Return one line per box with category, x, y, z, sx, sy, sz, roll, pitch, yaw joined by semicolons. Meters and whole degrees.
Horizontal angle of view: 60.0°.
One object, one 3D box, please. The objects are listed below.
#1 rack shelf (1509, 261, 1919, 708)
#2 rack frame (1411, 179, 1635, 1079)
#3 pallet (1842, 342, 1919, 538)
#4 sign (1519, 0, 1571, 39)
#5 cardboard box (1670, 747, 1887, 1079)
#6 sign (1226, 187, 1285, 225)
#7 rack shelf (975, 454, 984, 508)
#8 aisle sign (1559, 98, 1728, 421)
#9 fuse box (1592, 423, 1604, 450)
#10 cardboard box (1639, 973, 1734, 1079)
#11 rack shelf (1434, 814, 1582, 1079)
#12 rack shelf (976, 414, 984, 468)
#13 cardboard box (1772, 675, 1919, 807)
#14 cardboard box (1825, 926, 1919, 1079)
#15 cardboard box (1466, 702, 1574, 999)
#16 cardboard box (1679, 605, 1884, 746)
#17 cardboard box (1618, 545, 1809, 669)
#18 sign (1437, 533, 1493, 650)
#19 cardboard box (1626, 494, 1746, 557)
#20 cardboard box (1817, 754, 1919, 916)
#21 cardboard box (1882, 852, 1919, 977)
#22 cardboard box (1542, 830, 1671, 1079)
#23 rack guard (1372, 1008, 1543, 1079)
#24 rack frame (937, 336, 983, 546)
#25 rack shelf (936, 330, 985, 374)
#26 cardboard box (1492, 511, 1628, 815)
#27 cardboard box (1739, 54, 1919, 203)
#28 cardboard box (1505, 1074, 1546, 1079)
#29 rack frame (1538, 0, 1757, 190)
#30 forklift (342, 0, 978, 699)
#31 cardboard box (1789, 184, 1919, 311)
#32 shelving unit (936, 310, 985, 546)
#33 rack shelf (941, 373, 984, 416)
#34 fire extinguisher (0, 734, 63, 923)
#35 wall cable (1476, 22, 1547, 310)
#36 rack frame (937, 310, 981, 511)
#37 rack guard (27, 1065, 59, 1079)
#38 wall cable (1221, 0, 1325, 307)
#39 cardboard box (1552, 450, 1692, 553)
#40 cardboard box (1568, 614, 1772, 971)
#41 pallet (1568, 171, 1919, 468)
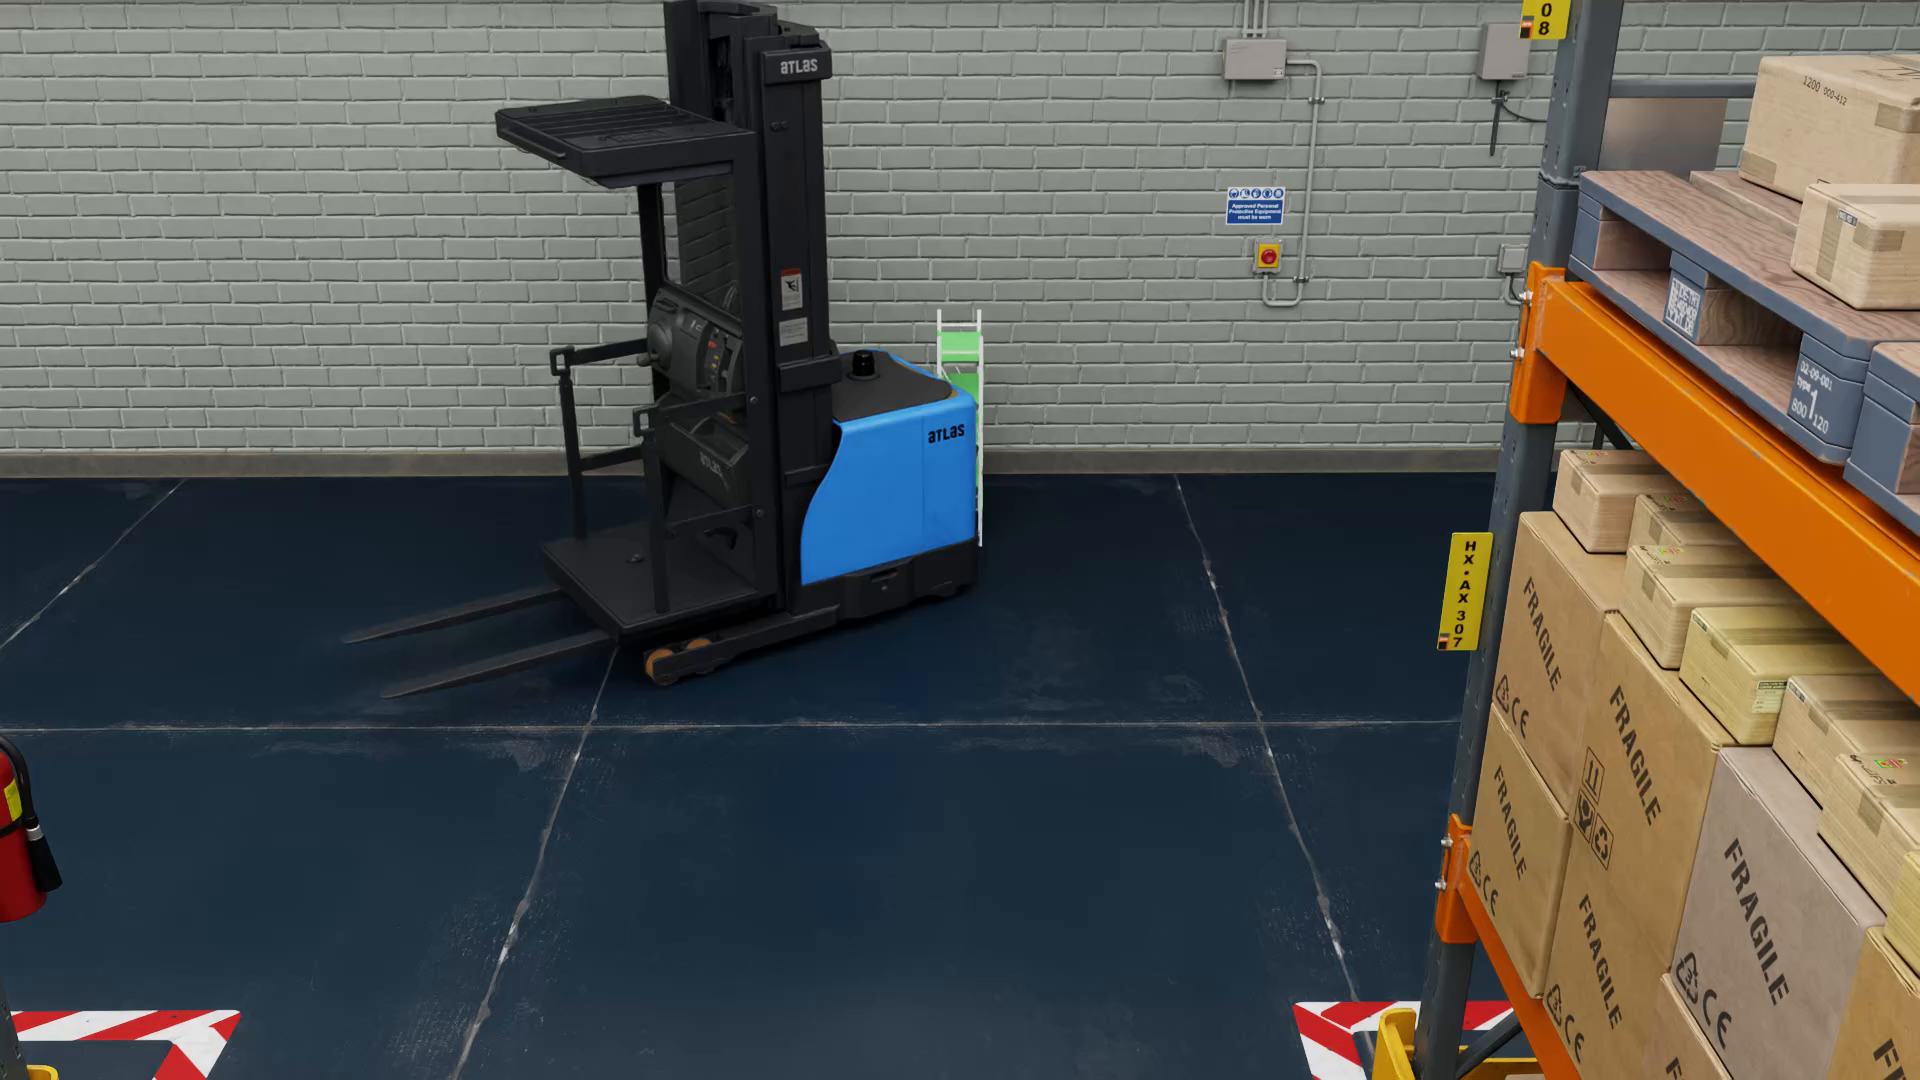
rack shelf;1.844;0.347;2.075;1.077;0.370;4.000;0;24;-1
rack frame;1.822;0.562;4.367;1.000;3.000;0.127;0;24;-1
pallet;1.856;0.045;1.977;1.003;0.211;1.213;0;24;-1
sign;1.267;-1.239;3.553;0.100;0.325;0.005;0;24;-1
cardboard box;1.568;0.685;2.761;0.500;0.500;0.500;0;24;-1
sign;1.688;-1.910;9.504;0.327;0.218;0.001;0;24;-1
rack shelf;-0.002;-0.338;9.279;0.258;0.148;0.480;0;24;-1
aisle sign;1.531;-0.651;3.894;0.394;0.787;0.004;0;24;-1
fuse box;3.839;-1.124;9.658;0.539;1.711;0.414;0;24;-1
cardboard box;1.561;1.134;2.982;0.500;0.500;0.500;0;24;-1
rack shelf;1.844;1.714;2.693;1.077;0.370;4.000;0;24;-1
rack shelf;-0.002;-0.557;9.180;0.258;0.148;0.480;0;24;-1
cardboard box;1.587;0.345;2.726;0.380;0.149;0.250;0;24;0
cardboard box;1.574;0.890;2.306;0.500;0.500;0.500;0;24;0
cardboard box;1.540;0.716;3.907;0.500;0.500;0.500;0;24;-1
cardboard box;1.532;0.237;2.965;0.380;0.149;0.250;-1;24;-2
cardboard box;1.511;0.128;3.205;0.380;0.149;0.250;0;24;1
sign;1.267;0.132;4.173;0.100;0.325;0.005;0;24;-1
cardboard box;1.623;0.021;3.443;0.380;0.149;0.250;0;24;1
cardboard box;1.548;0.448;2.499;0.380;0.149;0.250;0;24;0
cardboard box;1.524;0.552;2.267;0.380;0.149;0.250;-1;24;-2
cardboard box;1.573;0.924;3.446;0.500;0.500;0.500;-1;24;-1
rack guard;1.821;1.691;4.904;1.175;0.500;0.348;0;24;-1
rack frame;0.001;-0.514;8.931;0.240;1.200;0.015;0;24;-1
rack shelf;-0.002;-0.994;8.982;0.258;0.148;0.480;0;24;-1
cardboard box;1.542;0.260;3.701;0.500;0.500;0.500;-1;24;-2
cardboard box;1.917;-0.788;3.264;0.500;0.250;0.500;-2;24;-5
cardboard box;1.929;1.810;4.208;0.875;0.438;0.875;-1;24;-2
rack frame;1.822;-2.171;3.131;1.000;3.000;0.127;0;24;-1
forklift;-1.418;-0.906;7.697;3.031;2.935;1.130;-15;28;-30
cardboard box;1.604;-0.478;2.700;0.380;0.149;0.250;1;24;1
shelving unit;-0.002;-0.615;9.154;0.258;1.200;0.503;0;24;-1
rack shelf;-0.002;-0.775;9.081;0.258;0.148;0.480;0;24;-1
fire extinguisher;-2.668;0.725;4.553;0.296;0.674;0.183;0;24;-1
wall cable;3.155;-2.235;9.320;0.588;1.984;0.122;0;24;-1
rack frame;-0.004;-0.715;9.376;0.240;1.200;0.015;0;24;-1
rack guard;-3.126;1.796;4.672;1.175;0.500;0.348;0;24;-1
wall cable;1.737;-2.239;9.289;0.585;1.953;0.123;0;24;-1
cardboard box;1.549;-0.087;3.681;0.380;0.149;0.250;0;24;1
cardboard box;1.555;0.473;3.230;0.500;0.500;0.500;-1;24;-2
pallet;1.840;-0.459;3.092;1.003;0.211;1.213;0;24;-1
